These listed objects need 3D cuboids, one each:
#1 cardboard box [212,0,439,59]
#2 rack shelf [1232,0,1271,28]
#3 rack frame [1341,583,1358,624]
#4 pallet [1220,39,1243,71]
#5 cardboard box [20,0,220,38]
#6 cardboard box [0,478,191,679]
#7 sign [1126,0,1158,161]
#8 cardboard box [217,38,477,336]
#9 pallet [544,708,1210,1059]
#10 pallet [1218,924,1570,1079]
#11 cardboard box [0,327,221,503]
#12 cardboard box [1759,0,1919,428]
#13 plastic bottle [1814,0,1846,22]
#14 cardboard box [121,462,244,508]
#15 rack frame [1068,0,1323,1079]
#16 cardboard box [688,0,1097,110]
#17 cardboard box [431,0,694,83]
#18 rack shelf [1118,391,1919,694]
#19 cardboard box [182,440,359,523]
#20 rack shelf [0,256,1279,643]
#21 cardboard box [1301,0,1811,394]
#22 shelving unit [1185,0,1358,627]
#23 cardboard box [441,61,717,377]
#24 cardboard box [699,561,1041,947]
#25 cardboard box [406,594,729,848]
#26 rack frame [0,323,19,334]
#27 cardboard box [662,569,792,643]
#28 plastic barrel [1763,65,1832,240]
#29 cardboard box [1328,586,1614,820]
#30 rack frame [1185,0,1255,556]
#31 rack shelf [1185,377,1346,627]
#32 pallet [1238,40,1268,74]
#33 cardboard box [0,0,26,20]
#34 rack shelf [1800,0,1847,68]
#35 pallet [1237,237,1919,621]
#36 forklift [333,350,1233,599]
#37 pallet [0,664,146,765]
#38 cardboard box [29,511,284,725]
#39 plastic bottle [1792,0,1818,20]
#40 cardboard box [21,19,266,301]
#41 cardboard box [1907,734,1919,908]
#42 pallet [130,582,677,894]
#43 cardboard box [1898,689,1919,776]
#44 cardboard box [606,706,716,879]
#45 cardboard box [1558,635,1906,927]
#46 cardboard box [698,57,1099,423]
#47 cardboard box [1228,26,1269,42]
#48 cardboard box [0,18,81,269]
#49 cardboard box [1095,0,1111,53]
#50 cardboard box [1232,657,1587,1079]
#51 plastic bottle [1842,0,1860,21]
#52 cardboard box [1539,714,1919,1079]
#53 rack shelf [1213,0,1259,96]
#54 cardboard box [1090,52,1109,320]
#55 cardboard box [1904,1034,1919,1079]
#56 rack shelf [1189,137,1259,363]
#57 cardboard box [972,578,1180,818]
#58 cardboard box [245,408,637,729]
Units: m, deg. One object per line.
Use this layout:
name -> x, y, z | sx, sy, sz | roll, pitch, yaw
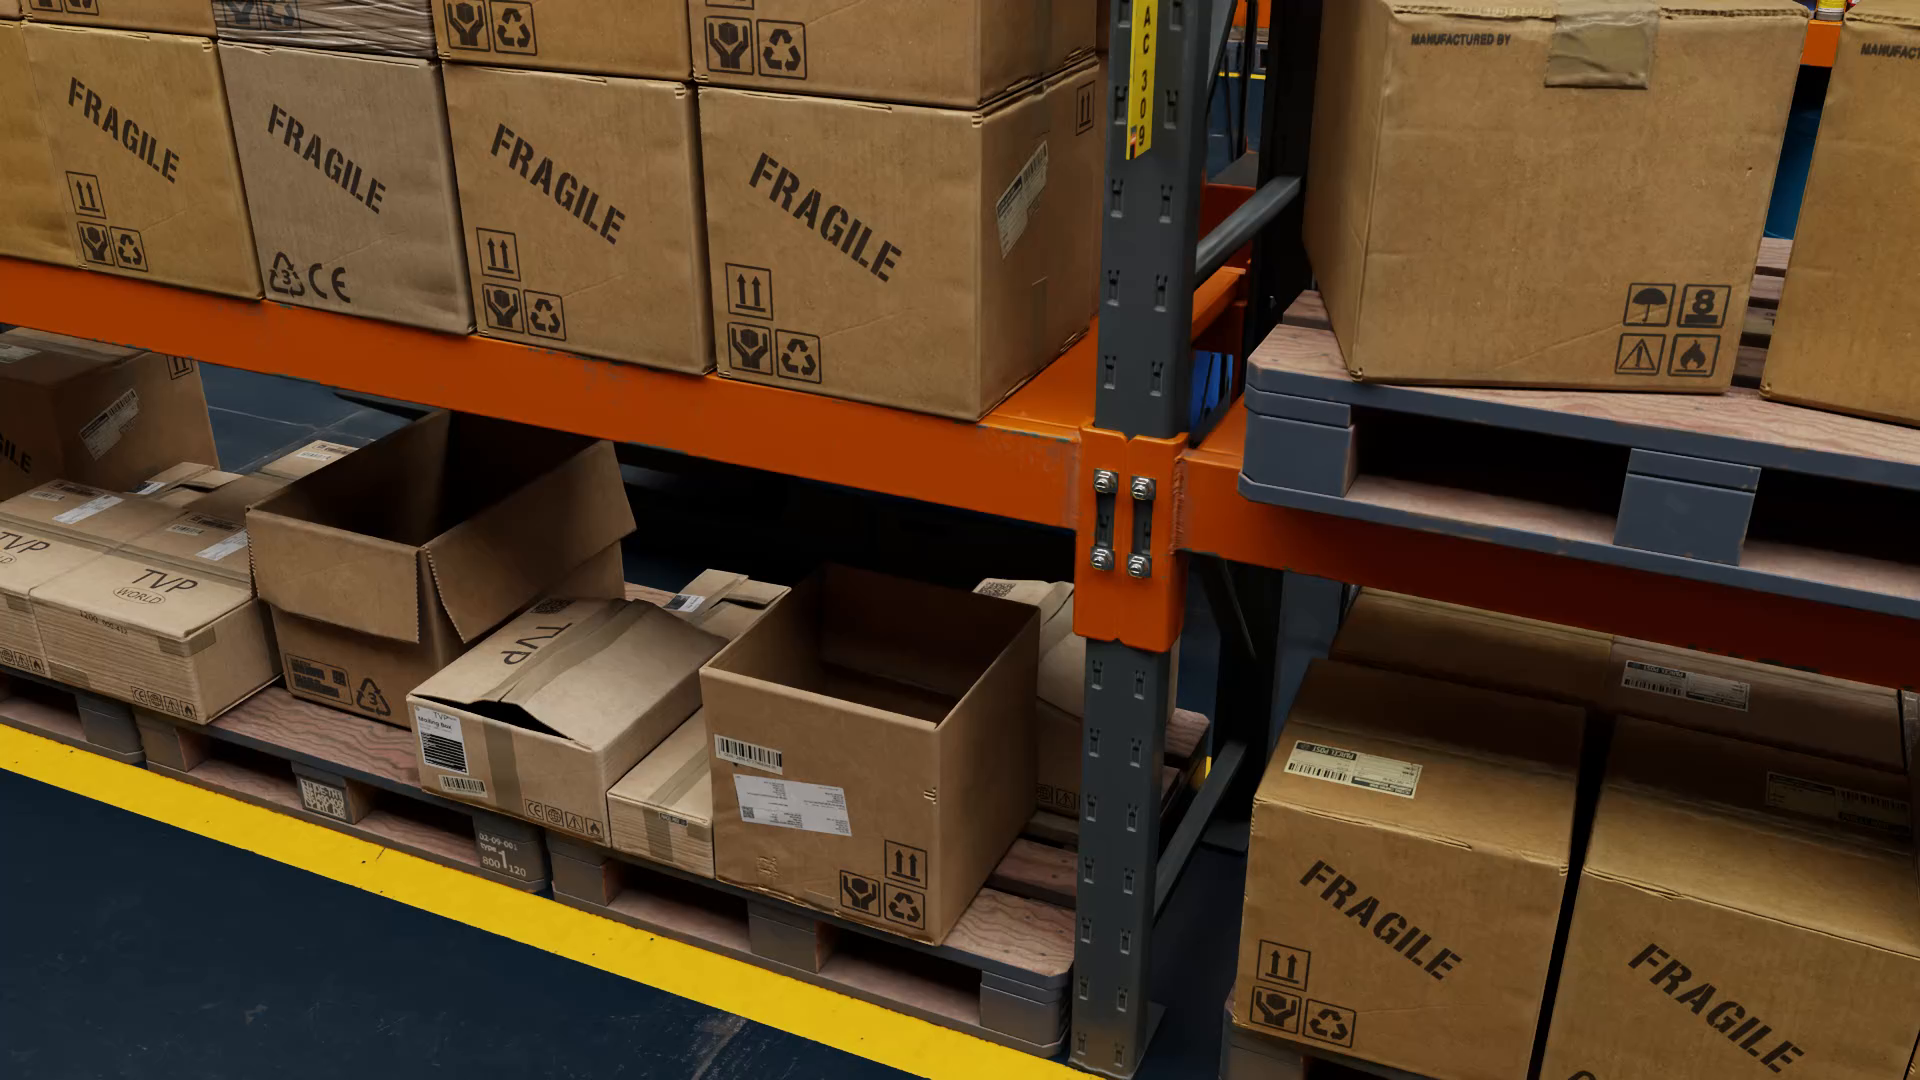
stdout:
cardboard box -> -1.022, -1.190, 3.026 | 0.500, 0.500, 0.500 | 12, 28, 22
rack shelf -> 0.705, -2.557, 7.863 | 4.000, 0.370, 1.077 | 11, 28, 22
rack frame -> 1.139, -0.713, 4.322 | 0.015, 2.100, 0.400 | 11, 28, 22
pallet -> 1.694, -3.872, 12.875 | 1.213, 0.211, 1.003 | 11, 28, 22
cardboard box -> -1.480, -1.283, 3.214 | 0.500, 0.500, 0.500 | 11, 28, 21
cardboard box -> -2.337, 0.086, 4.294 | 0.500, 0.250, 0.500 | 11, 28, 22
sign -> 0.254, -0.692, 2.280 | 0.005, 0.325, 0.100 | 11, 28, 22
cardboard box -> -1.028, -0.743, 3.251 | 0.500, 0.500, 0.500 | 12, 29, 23
pallet -> -0.153, 0.602, 3.789 | 1.213, 0.211, 1.003 | 11, 28, 22
pallet -> 1.227, 0.861, 3.262 | 1.213, 0.211, 1.003 | 11, 28, 22
cardboard box -> -2.573, -0.330, 4.857 | 0.500, 0.500, 0.500 | 11, 28, 22
cardboard box -> 1.462, -0.480, 2.240 | 0.500, 0.500, 0.700 | 16, 31, 30
plastic bottle -> 3.305, -2.071, 6.285 | 0.097, 0.201, 0.097 | 0, 26, 0
cardboard box -> -2.242, -0.070, 4.707 | 0.250, 0.166, 0.380 | 11, 28, 22
rack frame -> 0.471, -0.523, 2.917 | 0.127, 3.000, 1.000 | 11, 28, 22
cardboard box -> -0.096, -1.005, 2.651 | 0.500, 0.500, 0.500 | 12, 28, 22
cardboard box -> -0.564, -1.098, 2.839 | 0.500, 0.500, 0.500 | 11, 28, 21
rack shelf -> 2.292, 0.165, 2.333 | 4.000, 0.370, 1.077 | 11, 28, 22
cardboard box -> -1.721, -0.032, 4.535 | 0.500, 0.250, 0.500 | 11, 28, 22
rack shelf -> -1.349, -0.566, 3.819 | 4.000, 0.370, 1.077 | 11, 28, 22
cardboard box -> 0.810, -0.580, 2.444 | 0.500, 0.500, 0.700 | 2, 26, 4
shelving unit -> 0.916, -0.758, 4.412 | 0.503, 2.100, 0.431 | 11, 28, 22
cardboard box -> -0.560, -0.650, 3.062 | 0.500, 0.500, 0.500 | 12, 29, 23
cardboard box -> -0.165, 0.411, 3.352 | 0.500, 0.500, 0.500 | 11, 28, 22
cardboard box -> -0.847, 0.358, 3.672 | 0.500, 0.311, 0.500 | 11, 28, 22
rack frame -> -3.170, -1.255, 4.403 | 0.127, 3.000, 1.000 | 11, 28, 22
cardboard box -> -0.613, 0.232, 4.092 | 0.250, 0.166, 0.380 | 11, 28, 22
plastic barrel -> 3.658, -1.526, 6.853 | 0.708, 0.901, 0.600 | 11, 28, 22
cardboard box -> 1.039, 0.376, 3.423 | 0.500, 0.500, 0.500 | 11, 28, 22
rack frame -> 0.694, -0.803, 4.503 | 0.015, 2.100, 0.400 | 11, 28, 22
rack shelf -> 0.916, -0.118, 4.727 | 0.480, 0.518, 0.431 | 11, 28, 22
pallet -> 2.801, -3.648, 12.420 | 1.213, 0.211, 1.003 | 11, 28, 22
cardboard box -> -1.943, -1.375, 3.402 | 0.500, 0.500, 0.500 | 12, 29, 23
rack shelf -> 4.346, -1.826, 6.377 | 4.000, 0.370, 1.077 | 11, 28, 22
pallet -> 1.154, -0.247, 2.574 | 1.213, 0.211, 1.003 | 11, 28, 22
forklift -> -0.672, -1.487, 4.952 | 3.031, 2.935, 1.130 | 11, 28, 22
pallet -> -2.375, 0.156, 4.695 | 1.213, 0.211, 1.003 | 11, 28, 22
cardboard box -> -1.882, 0.178, 4.108 | 0.500, 0.250, 0.500 | 11, 28, 22
plastic bottle -> 3.216, -2.120, 6.305 | 0.097, 0.271, 0.097 | 0, 26, 0
cardboard box -> -1.493, -0.835, 3.438 | 0.500, 0.500, 0.500 | 12, 29, 22
cardboard box -> 1.721, 0.433, 2.457 | 0.500, 0.250, 0.500 | 11, 28, 22
pallet -> -1.268, 0.379, 4.241 | 1.213, 0.211, 1.003 | 11, 28, 22
cardboard box -> 1.942, 0.561, 3.046 | 0.500, 0.500, 0.500 | 12, 29, 22
cardboard box -> -0.531, 0.524, 3.520 | 0.250, 0.149, 0.380 | 11, 28, 22
cardboard box -> 1.486, 0.469, 3.233 | 0.500, 0.500, 0.500 | 11, 28, 22
cardboard box -> -0.090, -0.557, 2.871 | 0.500, 0.500, 0.500 | 12, 29, 23
cardboard box -> 2.378, -4.221, 12.358 | 0.875, 0.875, 0.875 | 11, 28, 22
cardboard box -> -1.948, -0.927, 3.625 | 0.500, 0.500, 0.500 | 11, 28, 22
cardboard box -> 0.159, -1.216, 3.079 | 0.500, 0.500, 0.500 | 12, 29, 23
cardboard box -> 0.811, 0.587, 2.994 | 0.500, 0.500, 0.500 | 10, 28, 19
plastic bottle -> 3.393, -2.053, 6.248 | 0.097, 0.201, 0.097 | 0, 26, 0
cardboard box -> 1.301, 0.680, 2.805 | 0.500, 0.500, 0.500 | 12, 29, 23
rack shelf -> 0.916, -1.374, 4.109 | 0.480, 0.518, 0.431 | 11, 28, 22
cardboard box -> 0.120, -0.771, 3.307 | 0.500, 0.500, 0.500 | 12, 29, 23
cardboard box -> 1.753, 0.774, 2.613 | 0.500, 0.500, 0.500 | 12, 29, 22
rack shelf -> 0.916, -0.746, 4.418 | 0.480, 0.518, 0.431 | 11, 28, 22
cardboard box -> 0.179, 0.322, 3.747 | 0.500, 0.311, 0.500 | 11, 28, 22
cardboard box -> -1.241, 0.058, 4.065 | 0.637, 0.503, 0.797 | 11, 28, 22
